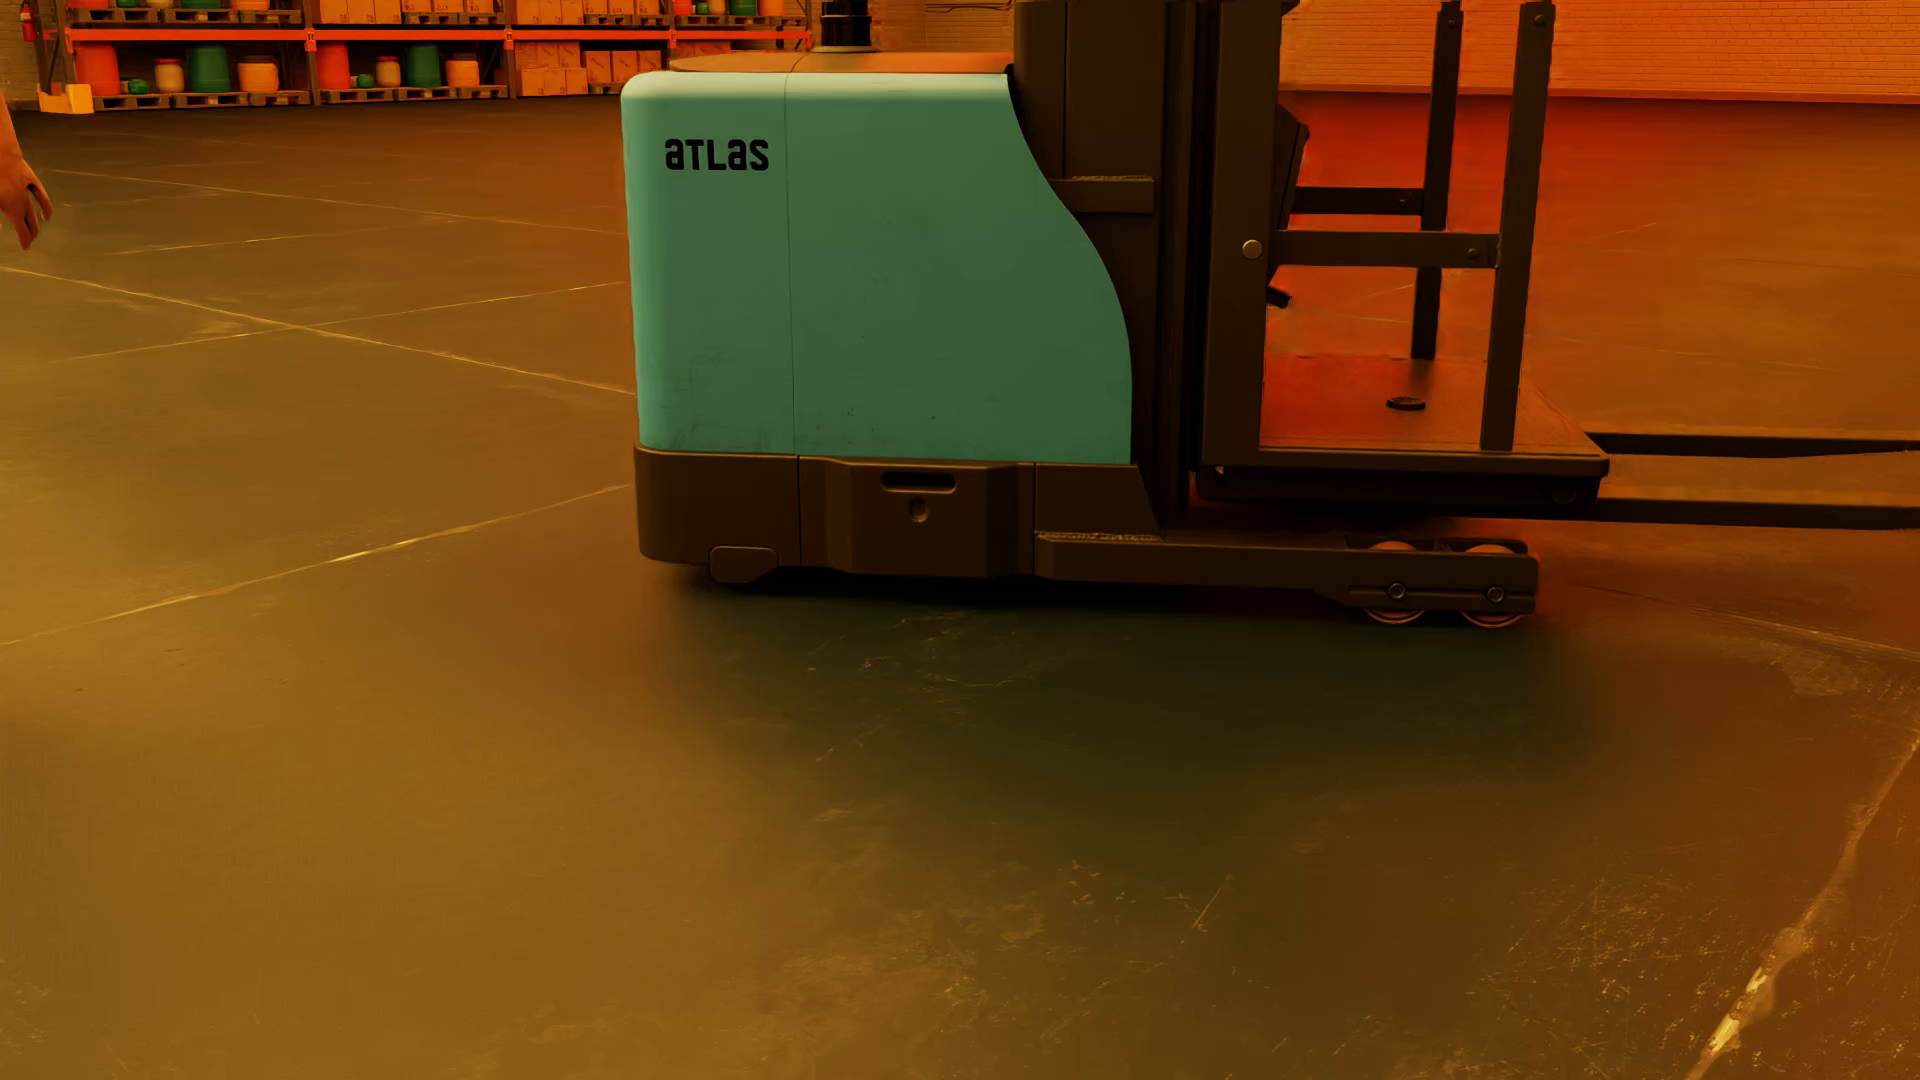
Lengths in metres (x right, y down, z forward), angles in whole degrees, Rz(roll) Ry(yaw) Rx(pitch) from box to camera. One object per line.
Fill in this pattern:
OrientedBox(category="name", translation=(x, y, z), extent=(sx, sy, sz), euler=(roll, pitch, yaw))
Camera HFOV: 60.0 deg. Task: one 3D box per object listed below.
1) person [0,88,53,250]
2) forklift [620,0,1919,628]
OrientedBox(category="person", translation=(-2.053, -0.482, 2.792), extent=(0.631, 1.739, 0.798), euler=(11, 20, 33))
OrientedBox(category="forklift", translation=(0.855, -1.388, 3.470), extent=(3.031, 2.935, 1.130), euler=(2, 17, 6))
